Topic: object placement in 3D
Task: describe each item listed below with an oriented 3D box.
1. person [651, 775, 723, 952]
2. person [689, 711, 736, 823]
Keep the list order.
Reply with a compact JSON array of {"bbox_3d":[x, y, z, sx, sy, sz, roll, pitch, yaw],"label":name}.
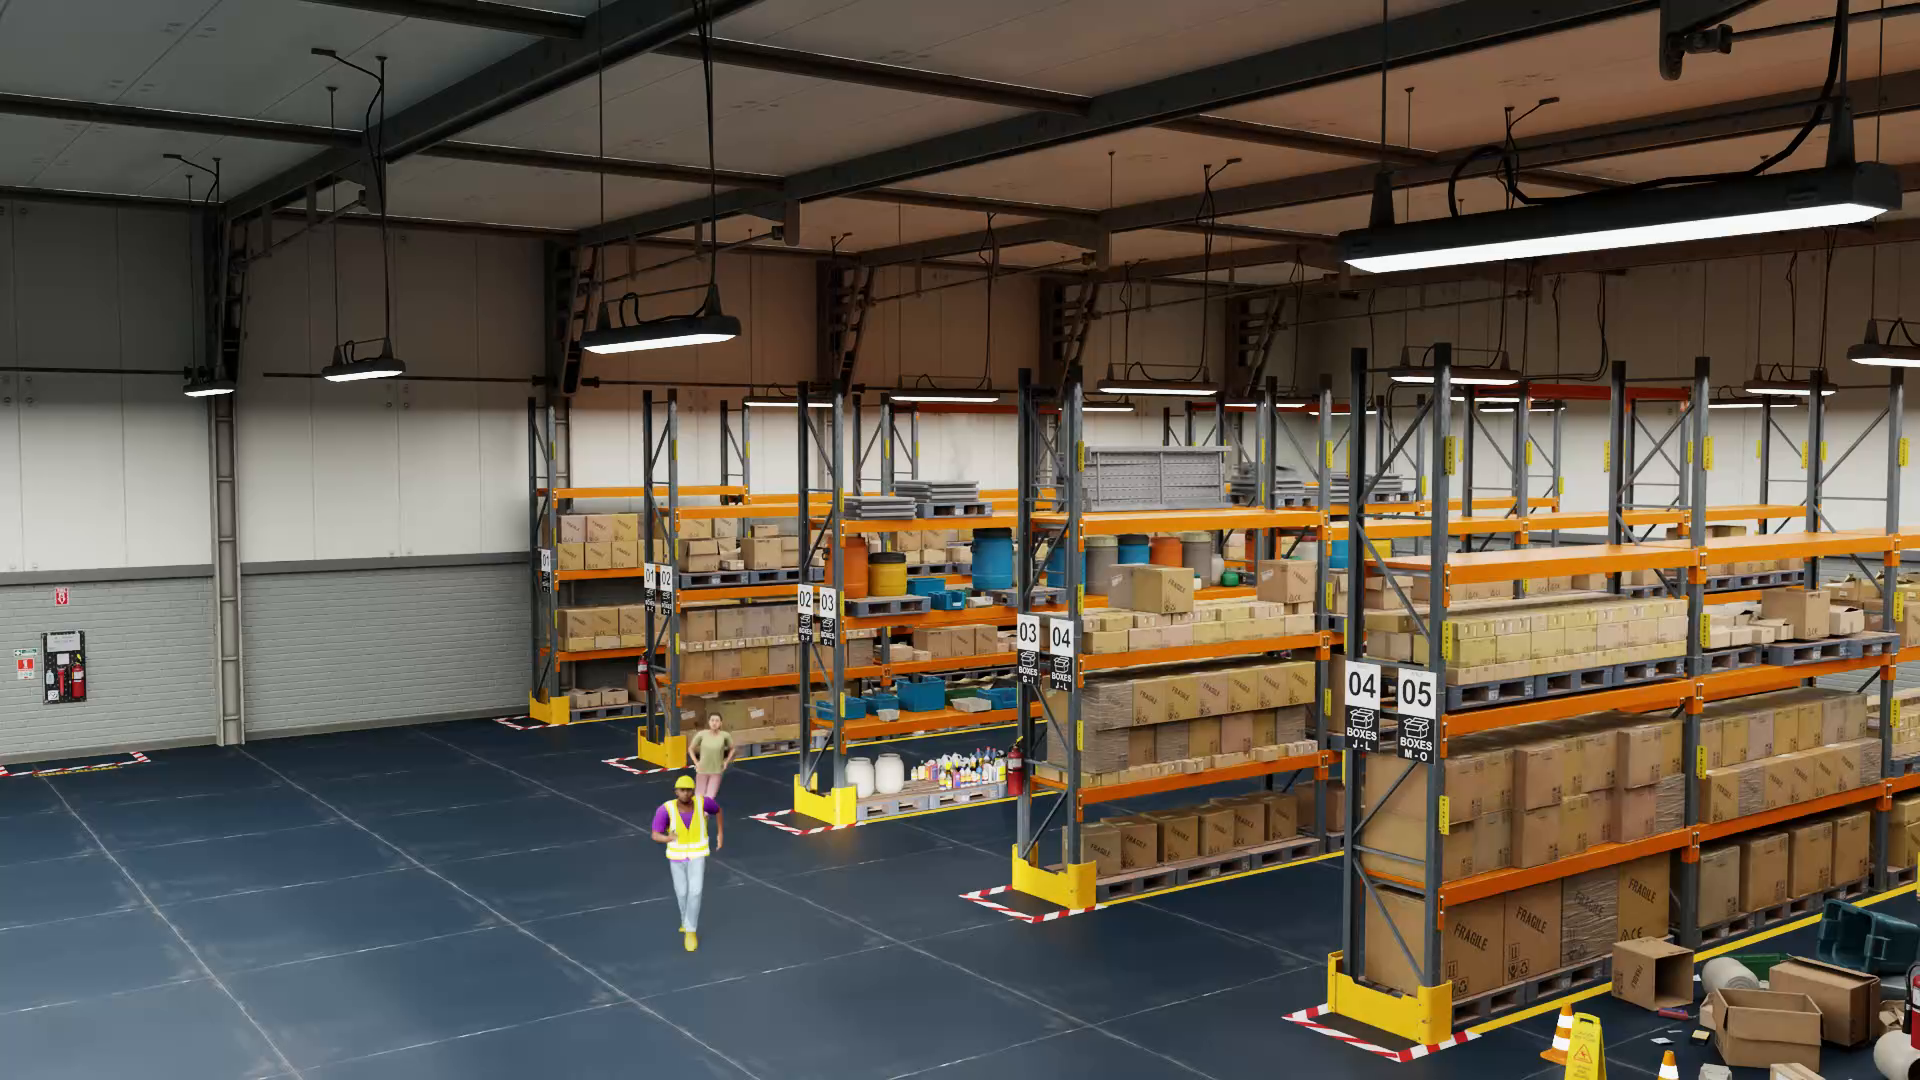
[{"bbox_3d":[-2.797,3.281,17.087,0.728,1.794,0.840,-1,3,-9],"label":"person"},{"bbox_3d":[-3.268,3.058,21.934,0.613,1.630,0.681,0,3,-7],"label":"person"}]
